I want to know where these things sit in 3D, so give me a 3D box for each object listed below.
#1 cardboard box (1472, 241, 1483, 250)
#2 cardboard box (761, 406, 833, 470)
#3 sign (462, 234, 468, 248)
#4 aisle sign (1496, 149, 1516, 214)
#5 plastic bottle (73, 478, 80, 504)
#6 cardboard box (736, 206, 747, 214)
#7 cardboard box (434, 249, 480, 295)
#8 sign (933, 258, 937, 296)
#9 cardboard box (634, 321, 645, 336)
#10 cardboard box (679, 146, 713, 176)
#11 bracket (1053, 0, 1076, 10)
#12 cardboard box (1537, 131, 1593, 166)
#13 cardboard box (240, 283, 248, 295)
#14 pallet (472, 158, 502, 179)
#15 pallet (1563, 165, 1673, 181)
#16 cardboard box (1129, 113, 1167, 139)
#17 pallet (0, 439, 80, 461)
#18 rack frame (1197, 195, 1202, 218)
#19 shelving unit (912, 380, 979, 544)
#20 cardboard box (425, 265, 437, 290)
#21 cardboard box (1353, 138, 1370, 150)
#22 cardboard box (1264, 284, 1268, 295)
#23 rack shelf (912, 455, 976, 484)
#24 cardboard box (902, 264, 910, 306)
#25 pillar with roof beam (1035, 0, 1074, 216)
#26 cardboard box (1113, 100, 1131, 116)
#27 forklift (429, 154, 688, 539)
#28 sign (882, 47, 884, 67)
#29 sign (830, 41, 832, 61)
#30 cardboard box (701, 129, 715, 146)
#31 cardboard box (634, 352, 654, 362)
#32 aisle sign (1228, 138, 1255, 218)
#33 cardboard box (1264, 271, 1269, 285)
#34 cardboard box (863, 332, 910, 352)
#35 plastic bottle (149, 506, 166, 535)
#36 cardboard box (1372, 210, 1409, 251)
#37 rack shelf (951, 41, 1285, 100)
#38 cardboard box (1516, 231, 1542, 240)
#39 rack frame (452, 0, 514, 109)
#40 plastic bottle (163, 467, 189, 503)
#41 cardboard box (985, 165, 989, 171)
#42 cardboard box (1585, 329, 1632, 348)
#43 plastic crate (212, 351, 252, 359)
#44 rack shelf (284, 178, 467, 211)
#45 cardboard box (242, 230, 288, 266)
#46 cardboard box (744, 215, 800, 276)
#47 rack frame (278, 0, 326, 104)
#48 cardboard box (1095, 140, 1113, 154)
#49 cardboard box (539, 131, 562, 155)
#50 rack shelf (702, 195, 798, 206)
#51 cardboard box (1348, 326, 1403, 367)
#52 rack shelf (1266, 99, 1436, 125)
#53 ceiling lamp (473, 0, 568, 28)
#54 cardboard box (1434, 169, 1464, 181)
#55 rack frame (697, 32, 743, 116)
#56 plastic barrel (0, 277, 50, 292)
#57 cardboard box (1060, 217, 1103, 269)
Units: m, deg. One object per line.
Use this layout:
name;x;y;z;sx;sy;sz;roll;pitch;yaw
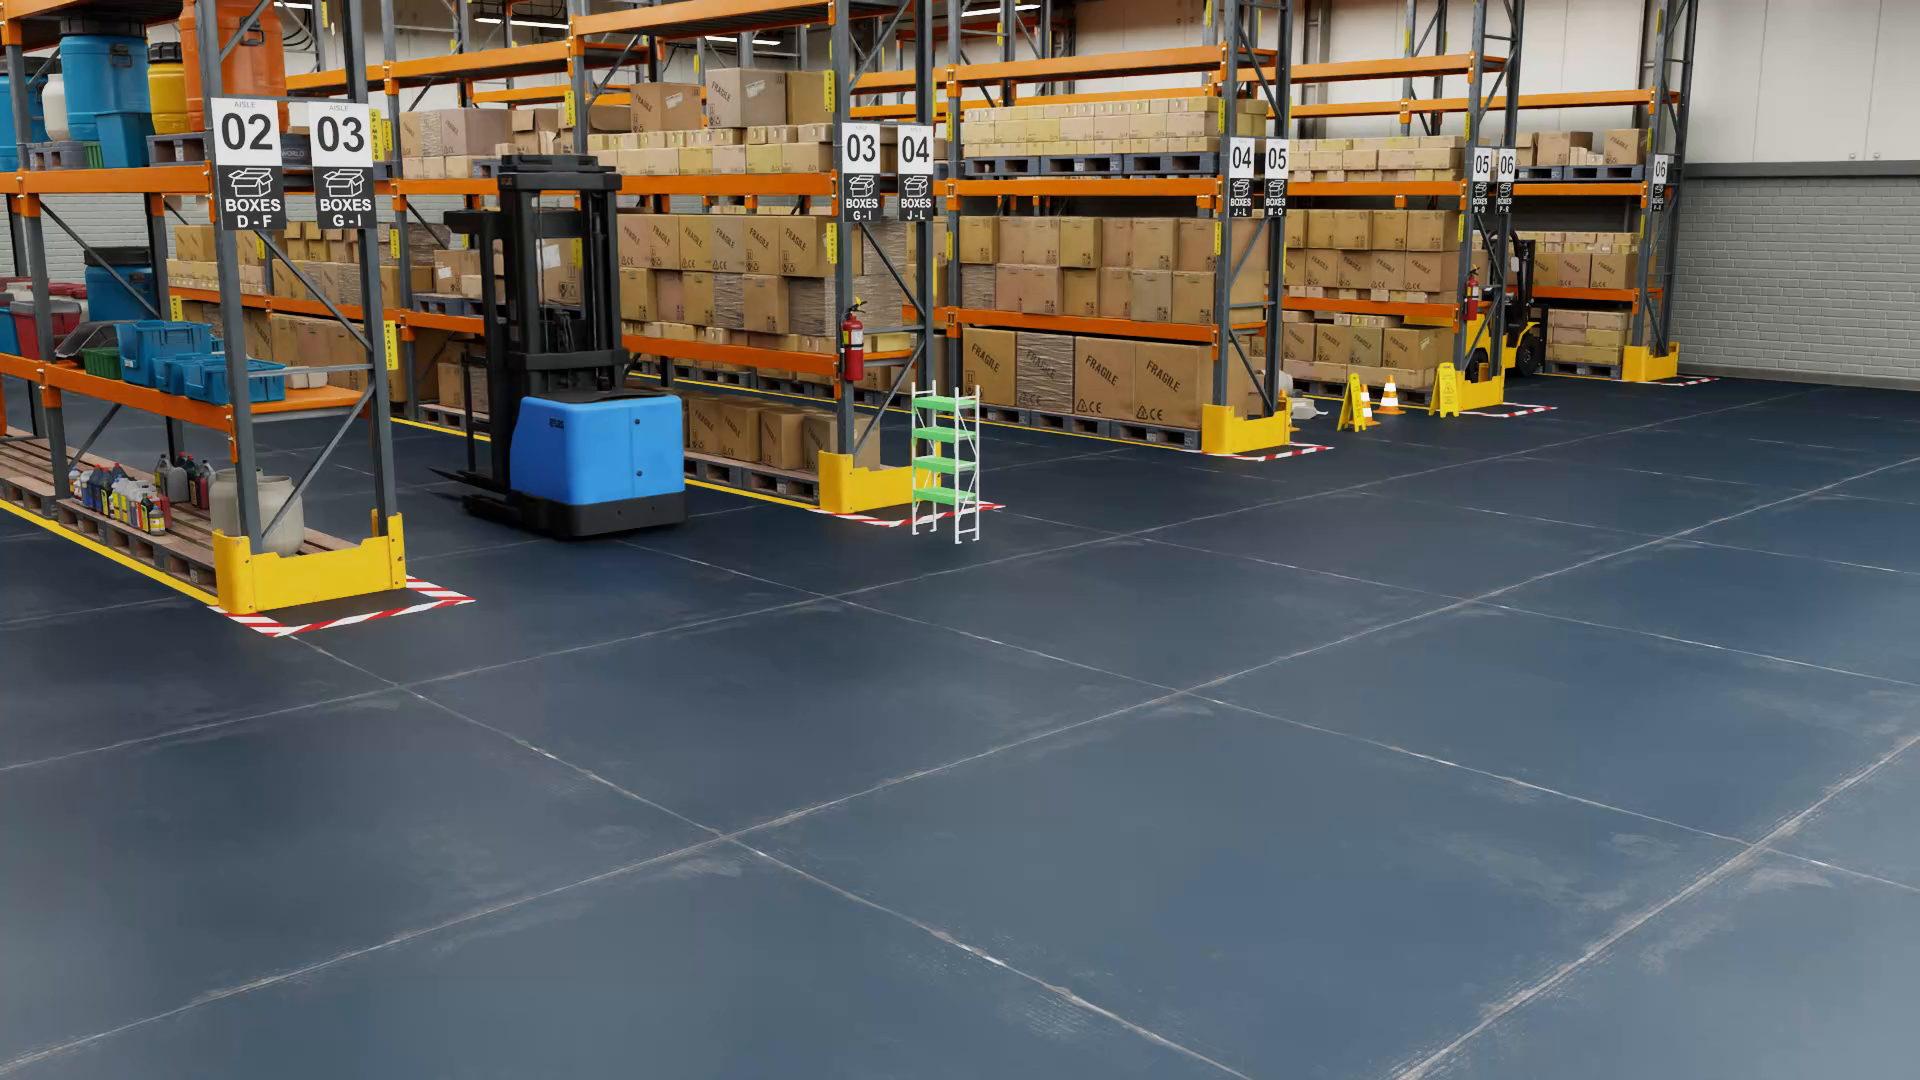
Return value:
cardboard box;8.067;-4.564;25.774;0.380;0.149;0.250;-11;16;-43
cardboard box;-1.489;-0.937;15.181;0.500;0.500;0.500;-6;13;-28
sign;-8.416;-5.140;28.280;0.100;0.325;0.005;-11;16;-43
aisle sign;6.803;-4.468;20.723;0.394;0.787;0.004;-11;16;-43
plastic bottle;-7.003;-0.396;13.244;0.097;0.201;0.097;0;12;0
cardboard box;-3.945;-6.144;30.965;0.250;0.149;0.380;11;16;43
cardboard box;-5.755;-3.129;19.376;0.500;0.500;0.500;9;15;38
sign;-0.240;-2.280;14.397;0.100;0.325;0.005;-11;16;-43
cardboard box;-2.928;-2.061;16.105;0.380;0.149;0.250;-11;16;-43
cardboard box;-2.194;-3.432;15.072;0.500;0.250;0.500;-11;16;-44
bracket;2.037;-10.423;32.281;0.235;0.232;0.430;-11;16;-43
cardboard box;9.006;-5.820;24.757;0.700;0.500;0.500;-11;16;-42
cardboard box;-9.721;-3.482;23.001;0.380;0.149;0.250;-11;16;-44
pallet;-4.462;-3.997;17.909;1.213;0.211;1.003;-11;16;-43
pallet;9.653;-5.386;24.404;1.003;0.211;1.213;-11;16;-43
cardboard box;2.140;-4.358;17.543;0.500;0.250;0.500;-11;16;-42
pallet;-9.232;-0.773;16.140;1.003;0.211;1.213;-11;16;-43
rack frame;4.598;-5.021;29.847;1.000;3.000;0.127;-11;16;-43
shelving unit;-0.114;-0.612;12.908;0.258;1.200;0.503;-11;16;-43
cardboard box;-6.295;-3.105;20.302;0.500;0.500;0.500;-10;15;-41
cardboard box;5.285;-5.106;21.475;0.250;0.149;0.380;11;16;44
cardboard box;4.322;-3.426;22.728;0.380;0.149;0.250;-10;15;-41
rack shelf;-0.114;-0.549;12.921;0.258;0.148;0.480;-11;16;-43
cardboard box;-0.640;-3.202;20.770;0.500;0.500;0.500;-11;16;-43
pillar with roof beam;-1.107;-8.170;30.266;9.100;9.000;0.548;-11;16;-43
cardboard box;1.847;-4.598;17.719;0.380;0.149;0.250;-11;16;-42
forklift;-3.534;-1.683;13.819;1.130;2.935;3.031;-10;15;-40
sign;-1.367;-8.424;28.988;0.100;0.325;0.005;-11;16;-43
sign;-2.170;-8.312;28.247;0.100;0.325;0.005;-11;16;-43
cardboard box;-2.098;-3.605;14.927;0.250;0.149;0.380;11;16;42
cardboard box;-4.577;-2.967;25.034;0.500;0.500;0.500;-10;15;-40
aisle sign;2.857;-3.677;16.885;0.394;0.787;0.004;-11;16;-43
cardboard box;4.239;-3.766;22.773;0.500;0.500;0.500;-11;16;-43
cardboard box;-0.656;-1.732;14.505;0.380;0.149;0.250;-11;16;-43
plastic bottle;-5.799;-0.142;12.009;0.097;0.201;0.097;0;12;0
cardboard box;5.681;-3.964;21.257;0.700;0.500;0.500;-11;16;-42
rack shelf;1.644;-5.138;18.325;1.077;0.370;4.000;-11;16;-43
cardboard box;8.660;-4.611;25.268;0.380;0.149;0.250;-11;16;-42
rack frame;-8.024;-7.730;28.129;1.000;3.000;0.127;-11;16;-43
plastic bottle;-6.280;-0.449;13.316;0.152;0.276;0.135;-11;16;-43
cardboard box;0.641;-6.088;26.296;0.637;0.503;0.797;11;16;42
cardboard box;9.561;-2.984;24.498;0.500;0.250;0.500;-11;16;-43
plastic crate;-5.672;-1.343;12.648;0.530;0.136;0.437;-11;16;-43
rack shelf;-7.538;-4.356;20.971;1.077;0.370;4.000;-11;16;-43
cardboard box;-9.430;-4.001;22.672;0.500;0.500;0.500;-10;15;-41
cardboard box;-1.540;-2.582;14.549;0.500;0.500;0.500;-11;16;-43
rack frame;-8.919;-6.469;22.012;1.000;3.000;0.127;-11;16;-43
cardboard box;1.673;-4.244;17.977;0.380;0.149;0.250;-11;16;-42
cardboard box;-4.116;-4.096;17.217;0.396;0.266;0.258;-10;15;-41
rack shelf;-3.133;-6.321;30.507;1.077;0.370;4.000;-11;16;-43
cardboard box;5.431;-2.543;21.738;0.500;0.500;0.500;-10;15;-40
rack shelf;5.980;-7.119;27.938;1.077;0.370;4.000;-11;16;-43
ceiling lamp;-8.121;-11.347;31.221;2.000;3.185;0.800;-11;16;-43
cardboard box;6.087;-4.520;20.606;0.380;0.149;0.250;-11;16;-42
rack frame;-4.514;-8.434;31.549;1.000;3.000;0.127;-11;16;-43
plastic barrel;-9.199;-2.298;16.296;0.600;0.536;0.708;-11;16;-43
cardboard box;1.602;-3.346;18.668;0.875;0.550;0.500;-11;16;-43
